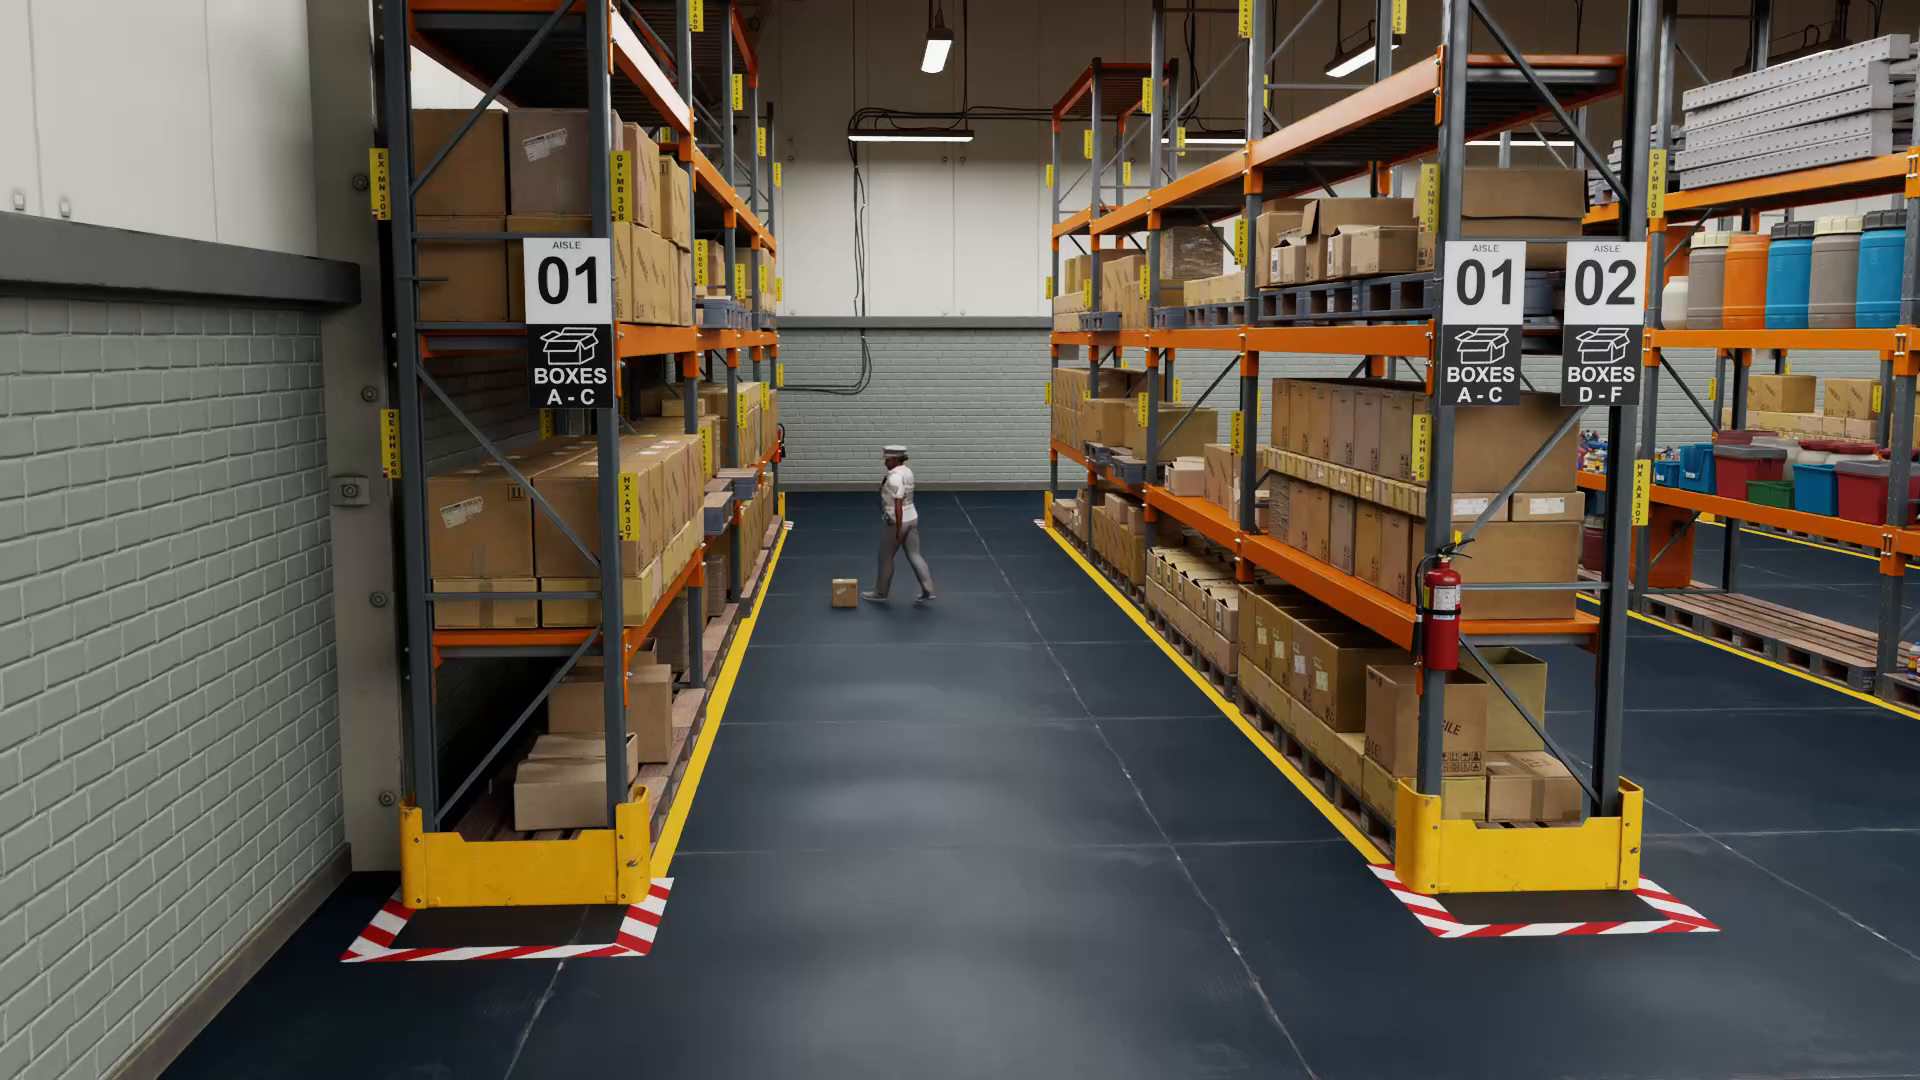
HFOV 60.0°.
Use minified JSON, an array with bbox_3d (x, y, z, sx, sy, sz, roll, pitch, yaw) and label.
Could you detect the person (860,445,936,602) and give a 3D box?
[{"bbox_3d":[-0.626,-0.167,17.091,0.865,1.626,0.536,4,8,27],"label":"person"}]
